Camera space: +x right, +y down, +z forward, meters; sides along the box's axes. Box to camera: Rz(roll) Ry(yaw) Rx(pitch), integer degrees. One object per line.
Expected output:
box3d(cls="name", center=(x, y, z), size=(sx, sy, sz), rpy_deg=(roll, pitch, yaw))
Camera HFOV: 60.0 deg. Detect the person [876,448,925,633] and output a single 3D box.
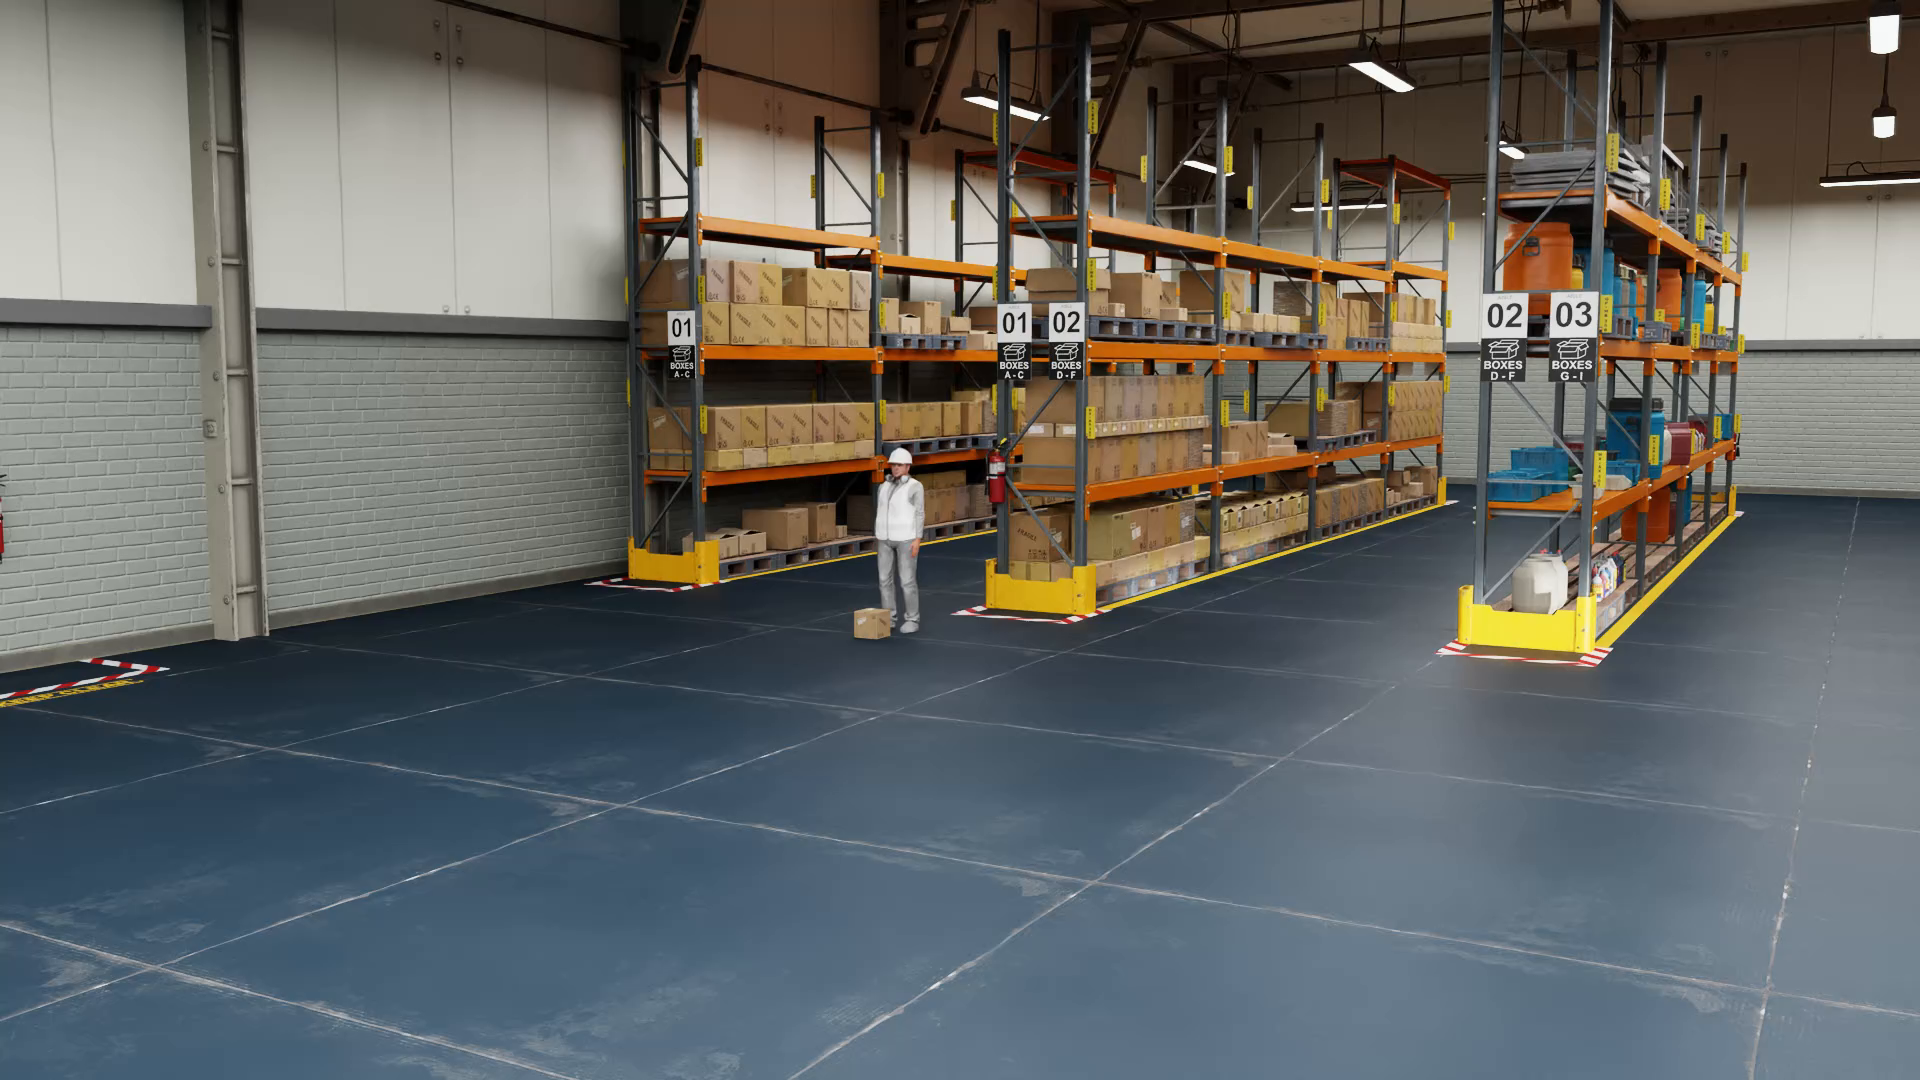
box3d(cls="person", center=(-0.588, 0.000, 16.069), size=(0.532, 1.776, 0.360), rpy_deg=(3, 7, 30))
